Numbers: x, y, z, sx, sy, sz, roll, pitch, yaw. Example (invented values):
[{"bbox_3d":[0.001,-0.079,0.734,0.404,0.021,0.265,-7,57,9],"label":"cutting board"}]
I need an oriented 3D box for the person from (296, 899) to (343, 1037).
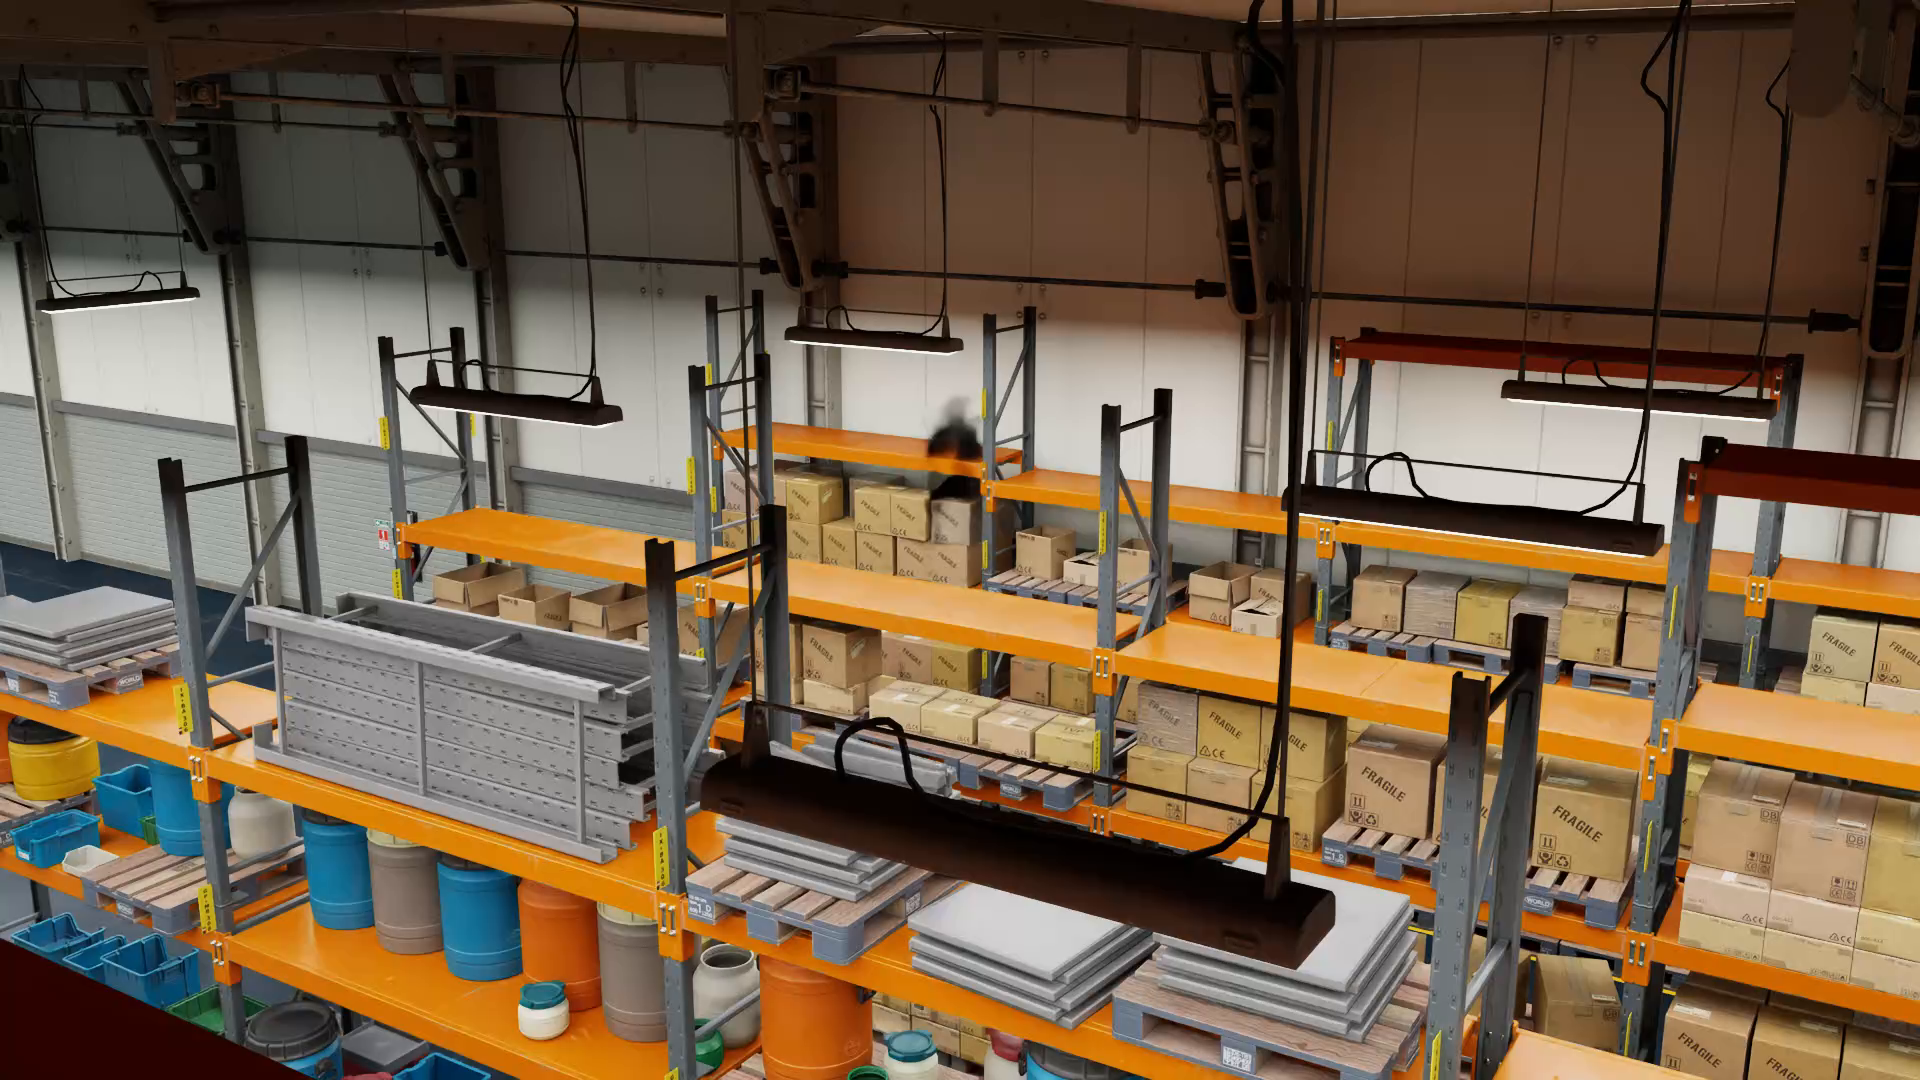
[{"bbox_3d":[-5.582,3.815,14.610,0.506,1.568,0.536,7,15,25],"label":"person"}]
